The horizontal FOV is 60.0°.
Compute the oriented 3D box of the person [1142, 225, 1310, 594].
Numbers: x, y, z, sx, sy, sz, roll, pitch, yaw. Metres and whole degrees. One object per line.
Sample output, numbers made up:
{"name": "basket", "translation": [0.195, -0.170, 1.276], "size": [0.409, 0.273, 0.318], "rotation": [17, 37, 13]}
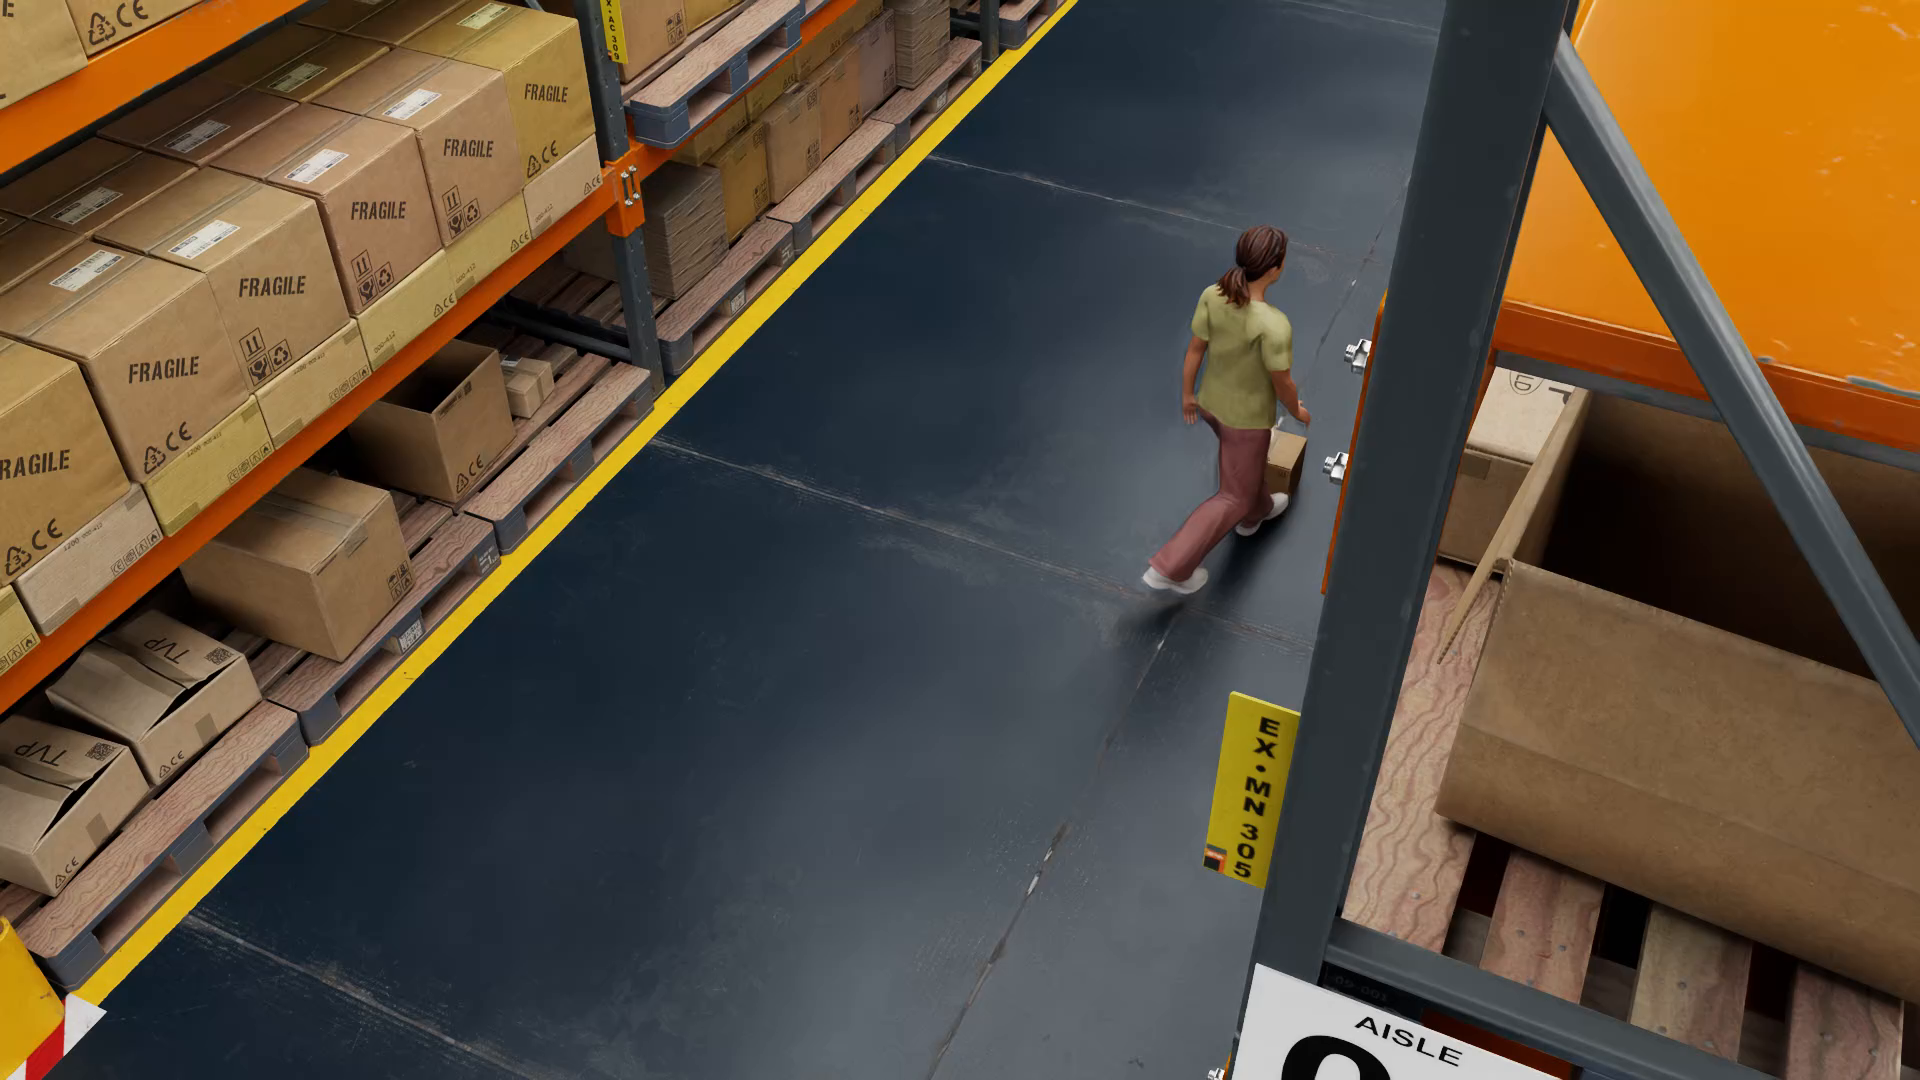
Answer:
{"name": "person", "translation": [1.131, -0.528, 6.743], "size": [0.962, 1.642, 0.451], "rotation": [-24, 48, -25]}
